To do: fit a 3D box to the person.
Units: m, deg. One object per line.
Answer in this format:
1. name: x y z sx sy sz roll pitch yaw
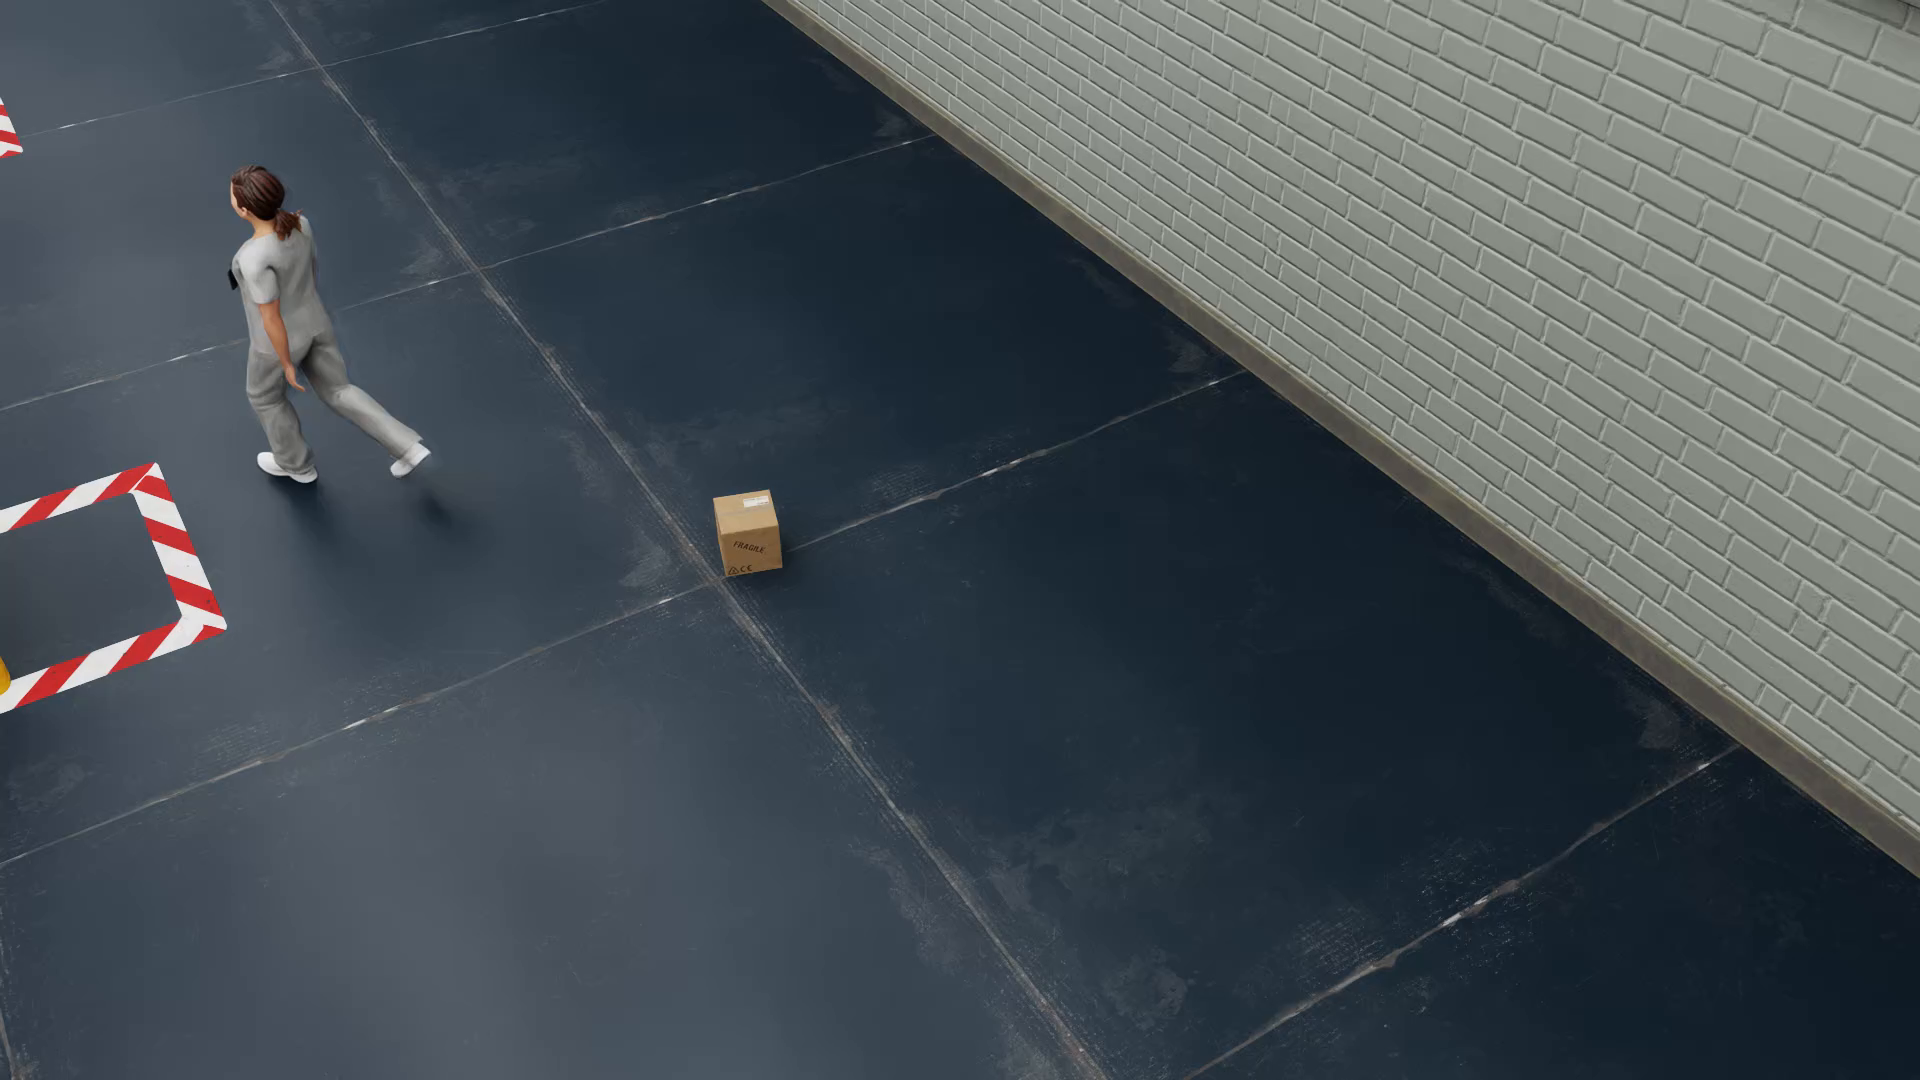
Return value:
1. person: -2.838 -0.883 7.175 0.906 1.628 0.446 15 43 17
